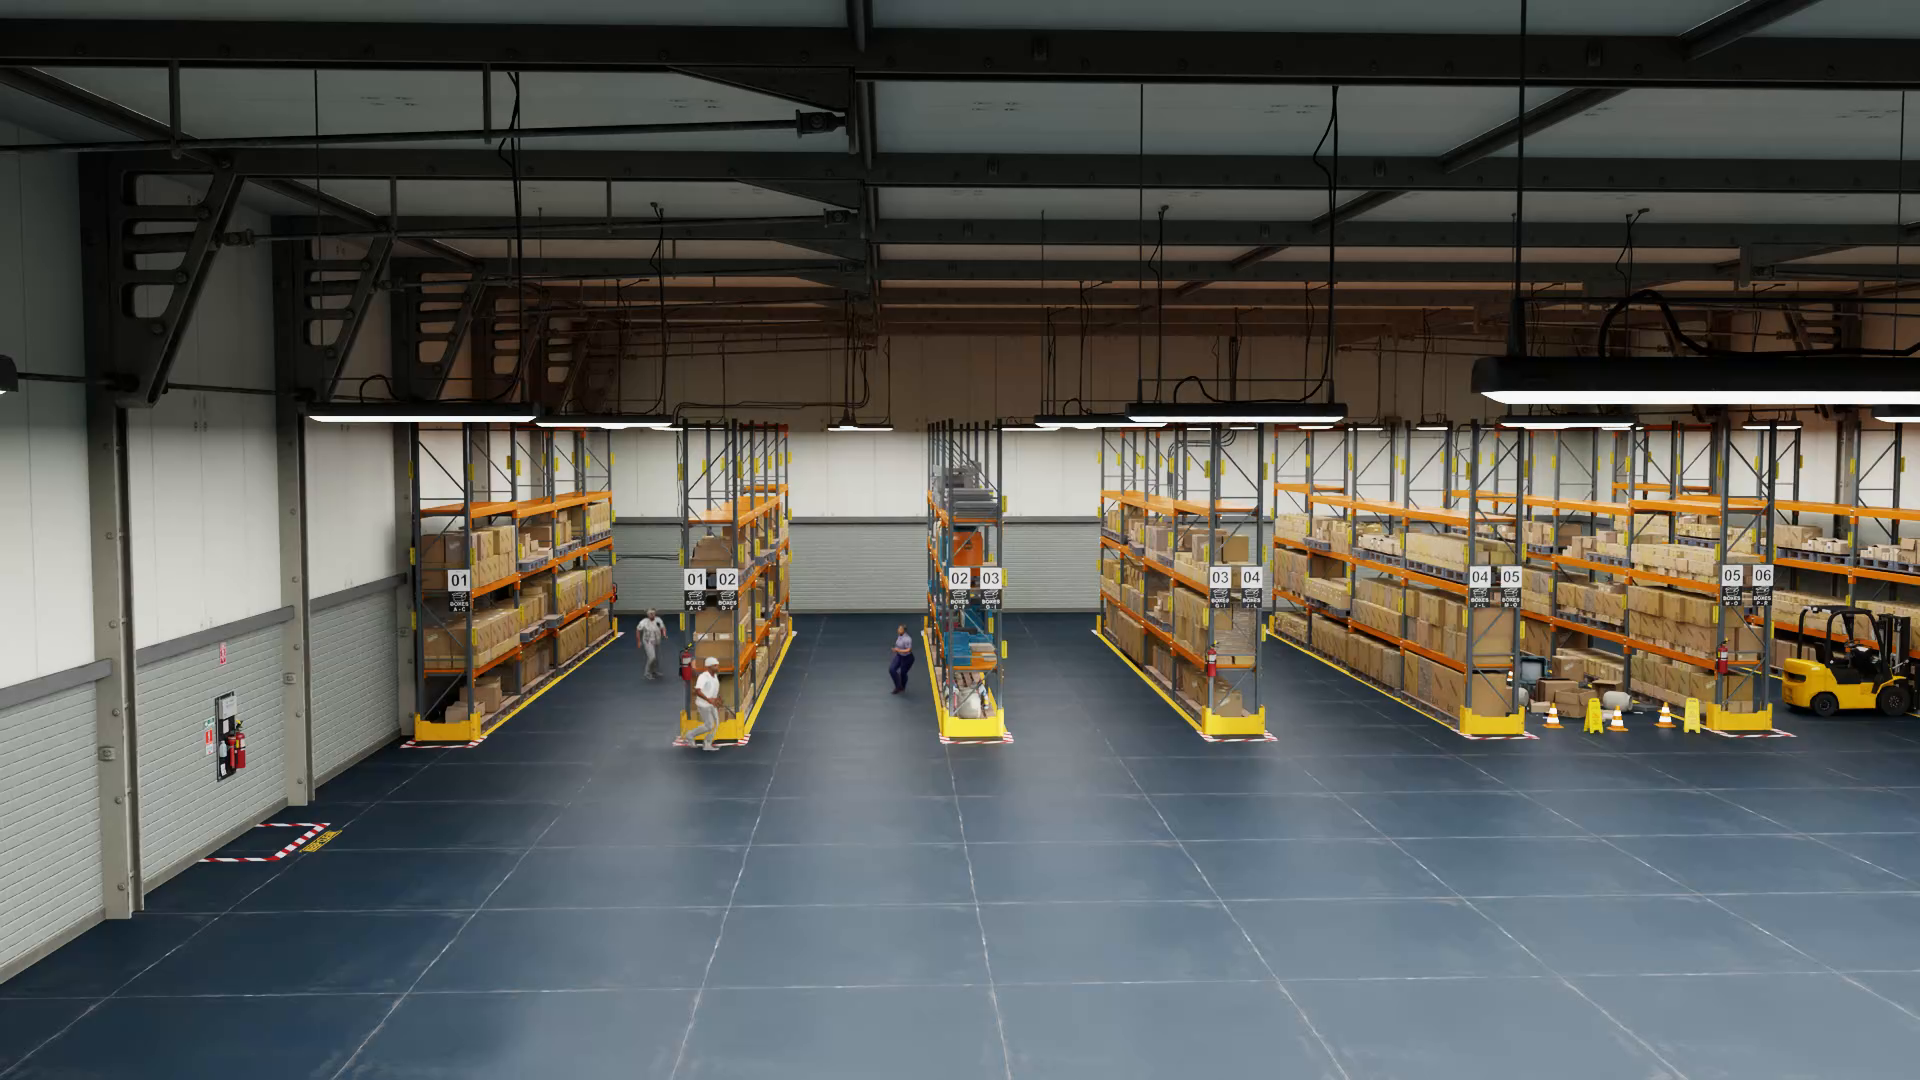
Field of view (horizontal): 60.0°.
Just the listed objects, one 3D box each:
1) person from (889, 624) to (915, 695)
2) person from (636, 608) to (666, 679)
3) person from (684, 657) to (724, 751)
[{"bbox_3d":[-1.258,2.594,36.416,0.728,1.556,0.683,3,5,39],"label":"person"},{"bbox_3d":[-7.149,2.429,38.884,0.819,1.726,0.668,4,5,44],"label":"person"},{"bbox_3d":[-4.621,2.961,29.968,0.689,1.712,0.700,1,4,18],"label":"person"}]
